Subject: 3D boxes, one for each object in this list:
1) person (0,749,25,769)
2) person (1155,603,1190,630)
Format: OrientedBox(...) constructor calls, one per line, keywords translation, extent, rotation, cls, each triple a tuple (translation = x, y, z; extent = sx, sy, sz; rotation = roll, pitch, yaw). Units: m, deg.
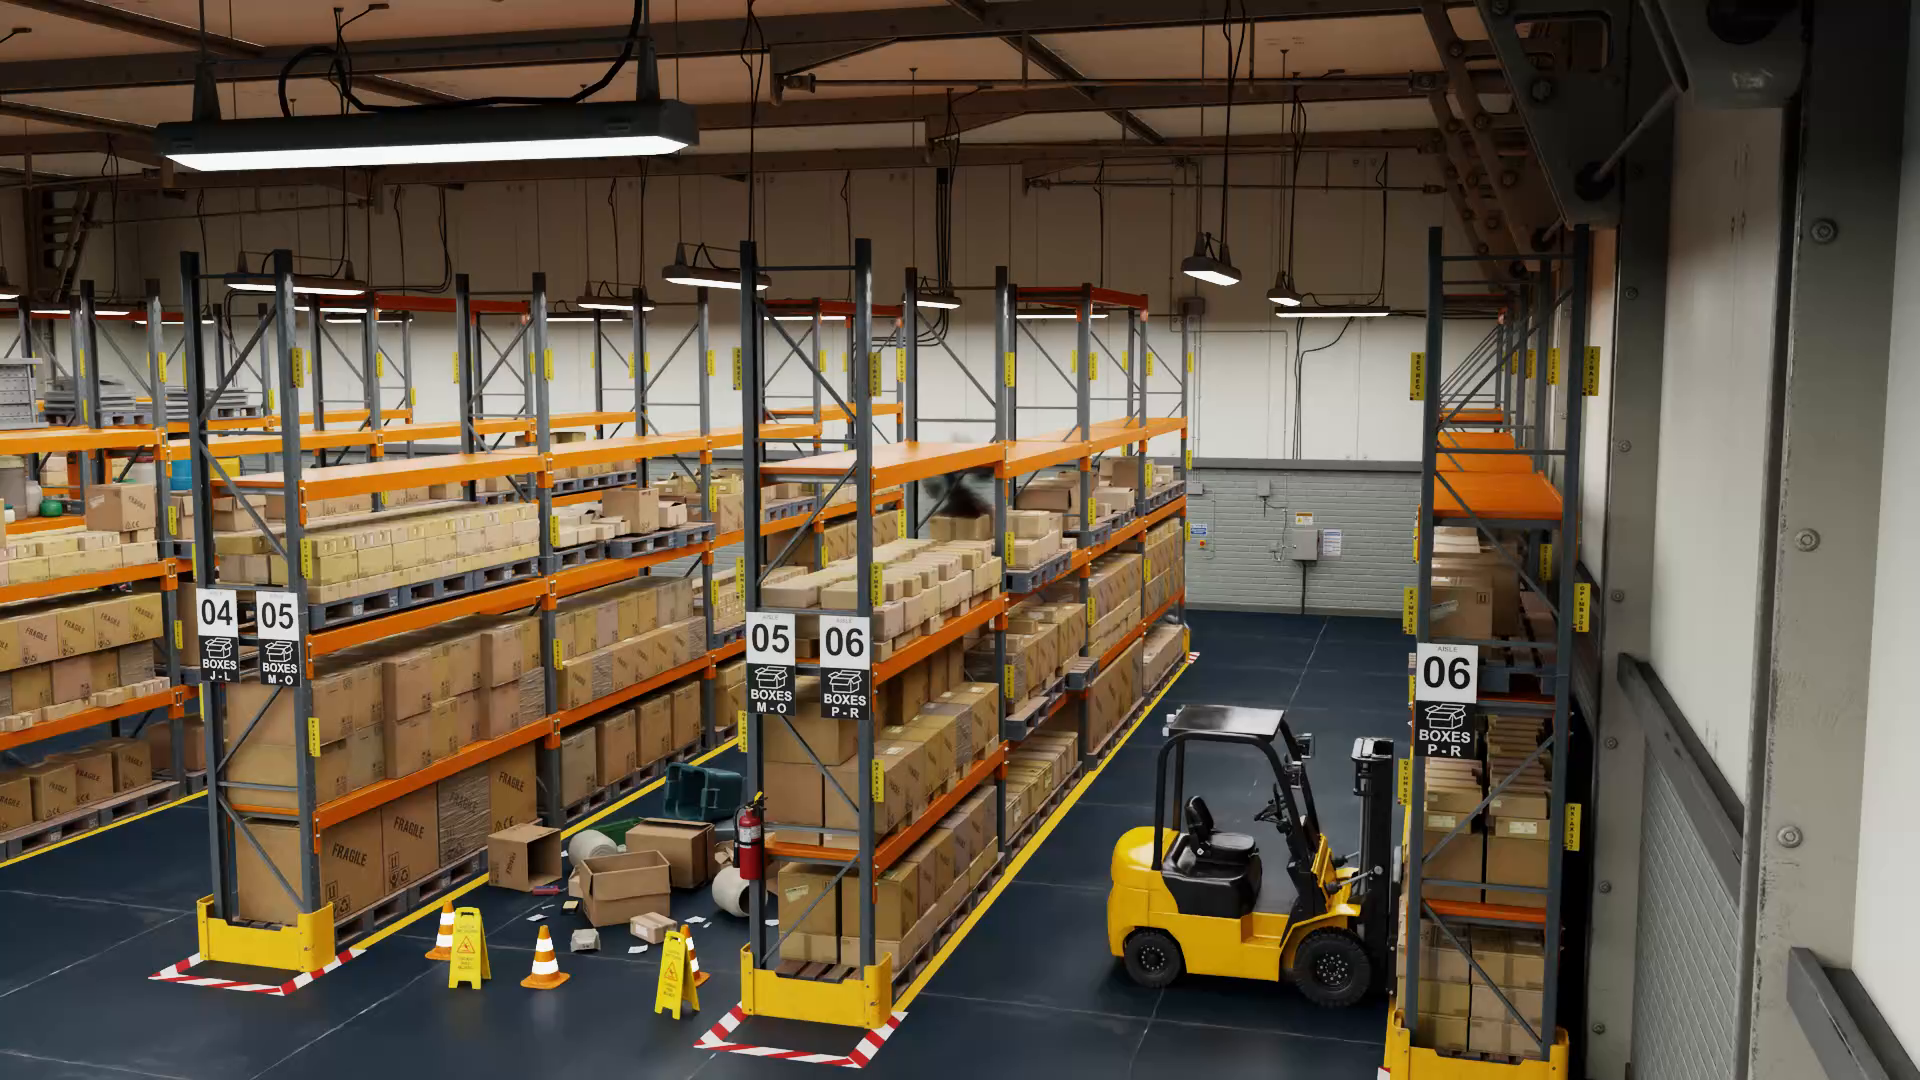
OrientedBox(translation=(-11.187, 2.125, 19.117), extent=(0.700, 1.754, 0.989), rotation=(1, 7, 12), cls="person")
OrientedBox(translation=(3.704, 1.045, 29.398), extent=(0.628, 1.704, 0.750), rotation=(3, 7, 24), cls="person")
